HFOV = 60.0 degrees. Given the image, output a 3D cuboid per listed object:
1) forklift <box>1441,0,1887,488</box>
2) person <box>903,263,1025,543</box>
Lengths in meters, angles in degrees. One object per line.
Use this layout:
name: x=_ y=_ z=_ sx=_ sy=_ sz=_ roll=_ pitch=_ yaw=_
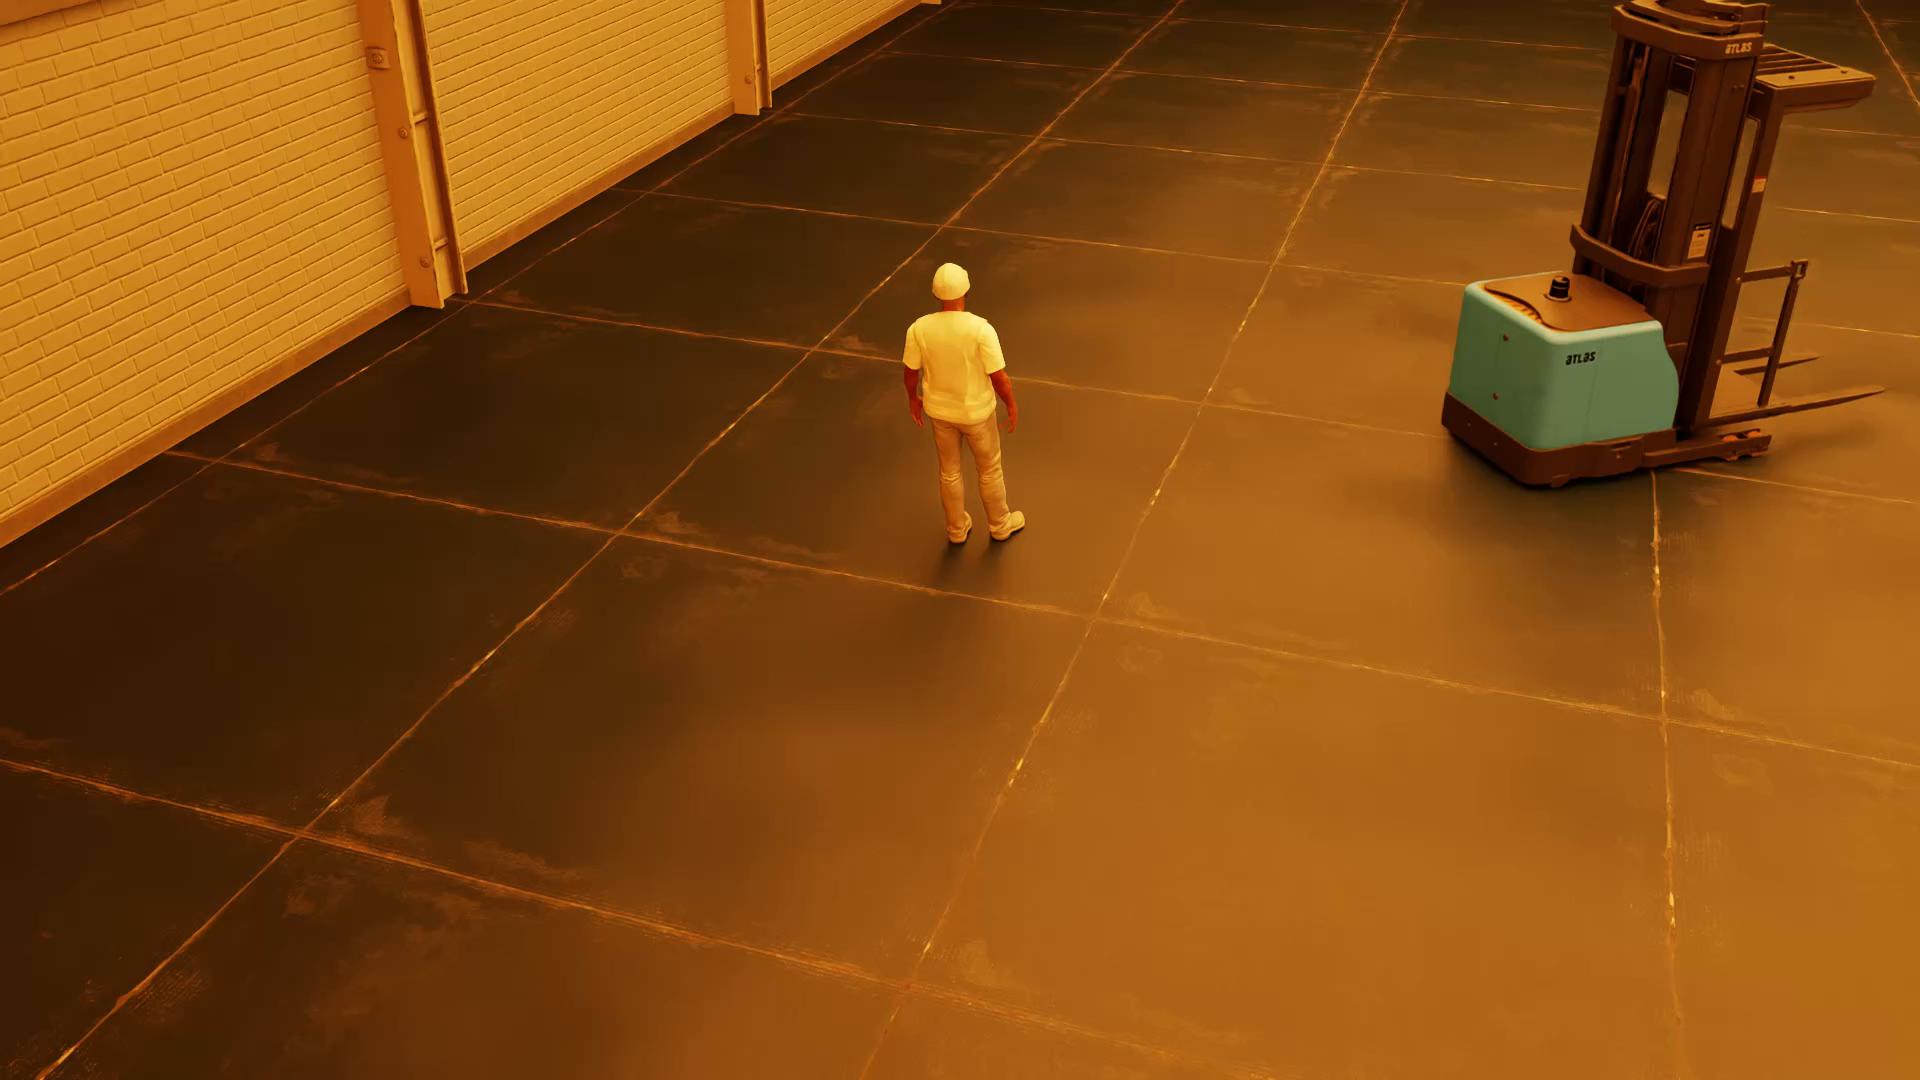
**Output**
forklift: x=4.858 y=-2.034 z=10.705 sx=3.031 sy=2.935 sz=1.130 roll=-10 pitch=31 yaw=-16
person: x=0.029 y=-0.805 z=9.710 sx=0.665 sy=1.765 sz=0.577 roll=10 pitch=31 yaw=16
